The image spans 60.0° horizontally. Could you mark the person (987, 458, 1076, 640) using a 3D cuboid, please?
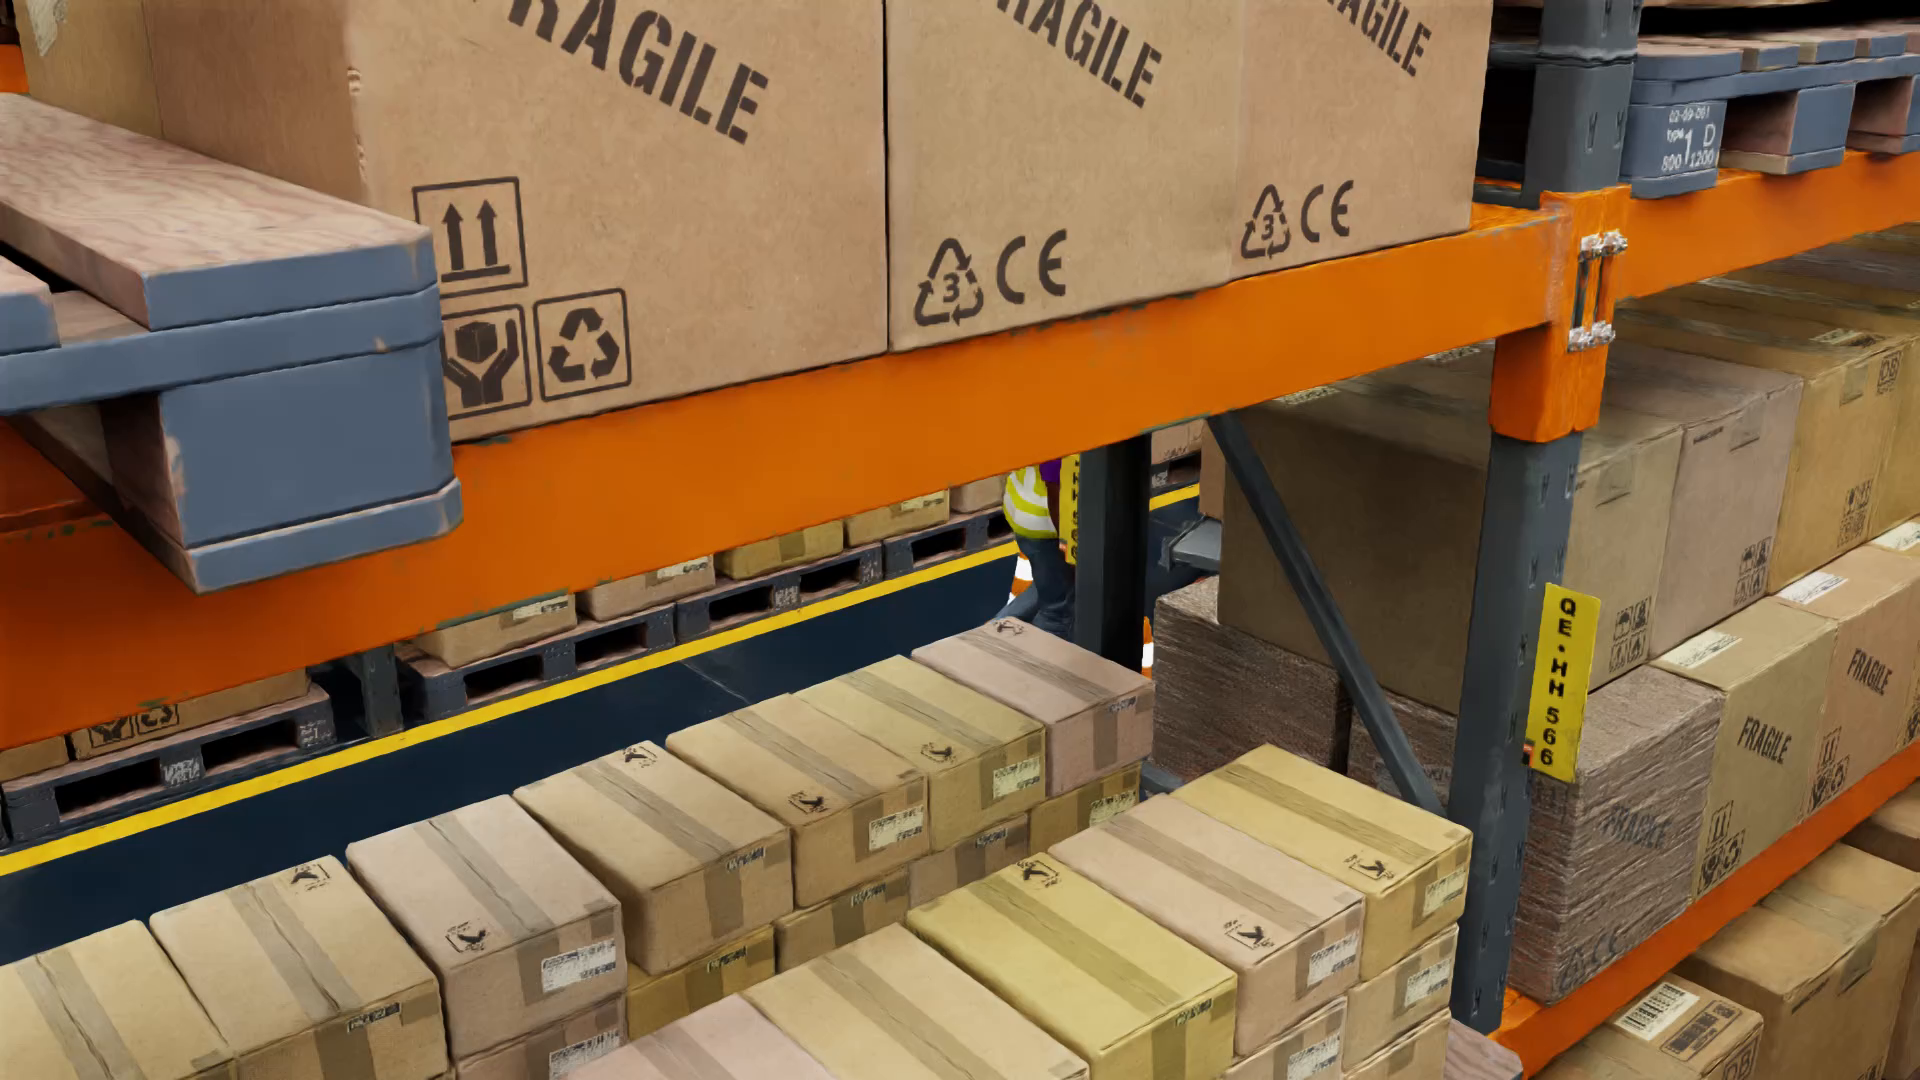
[{"bbox_3d":[0.339,-0.071,6.751,0.513,1.752,0.613,-3,21,-8],"label":"person"}]
